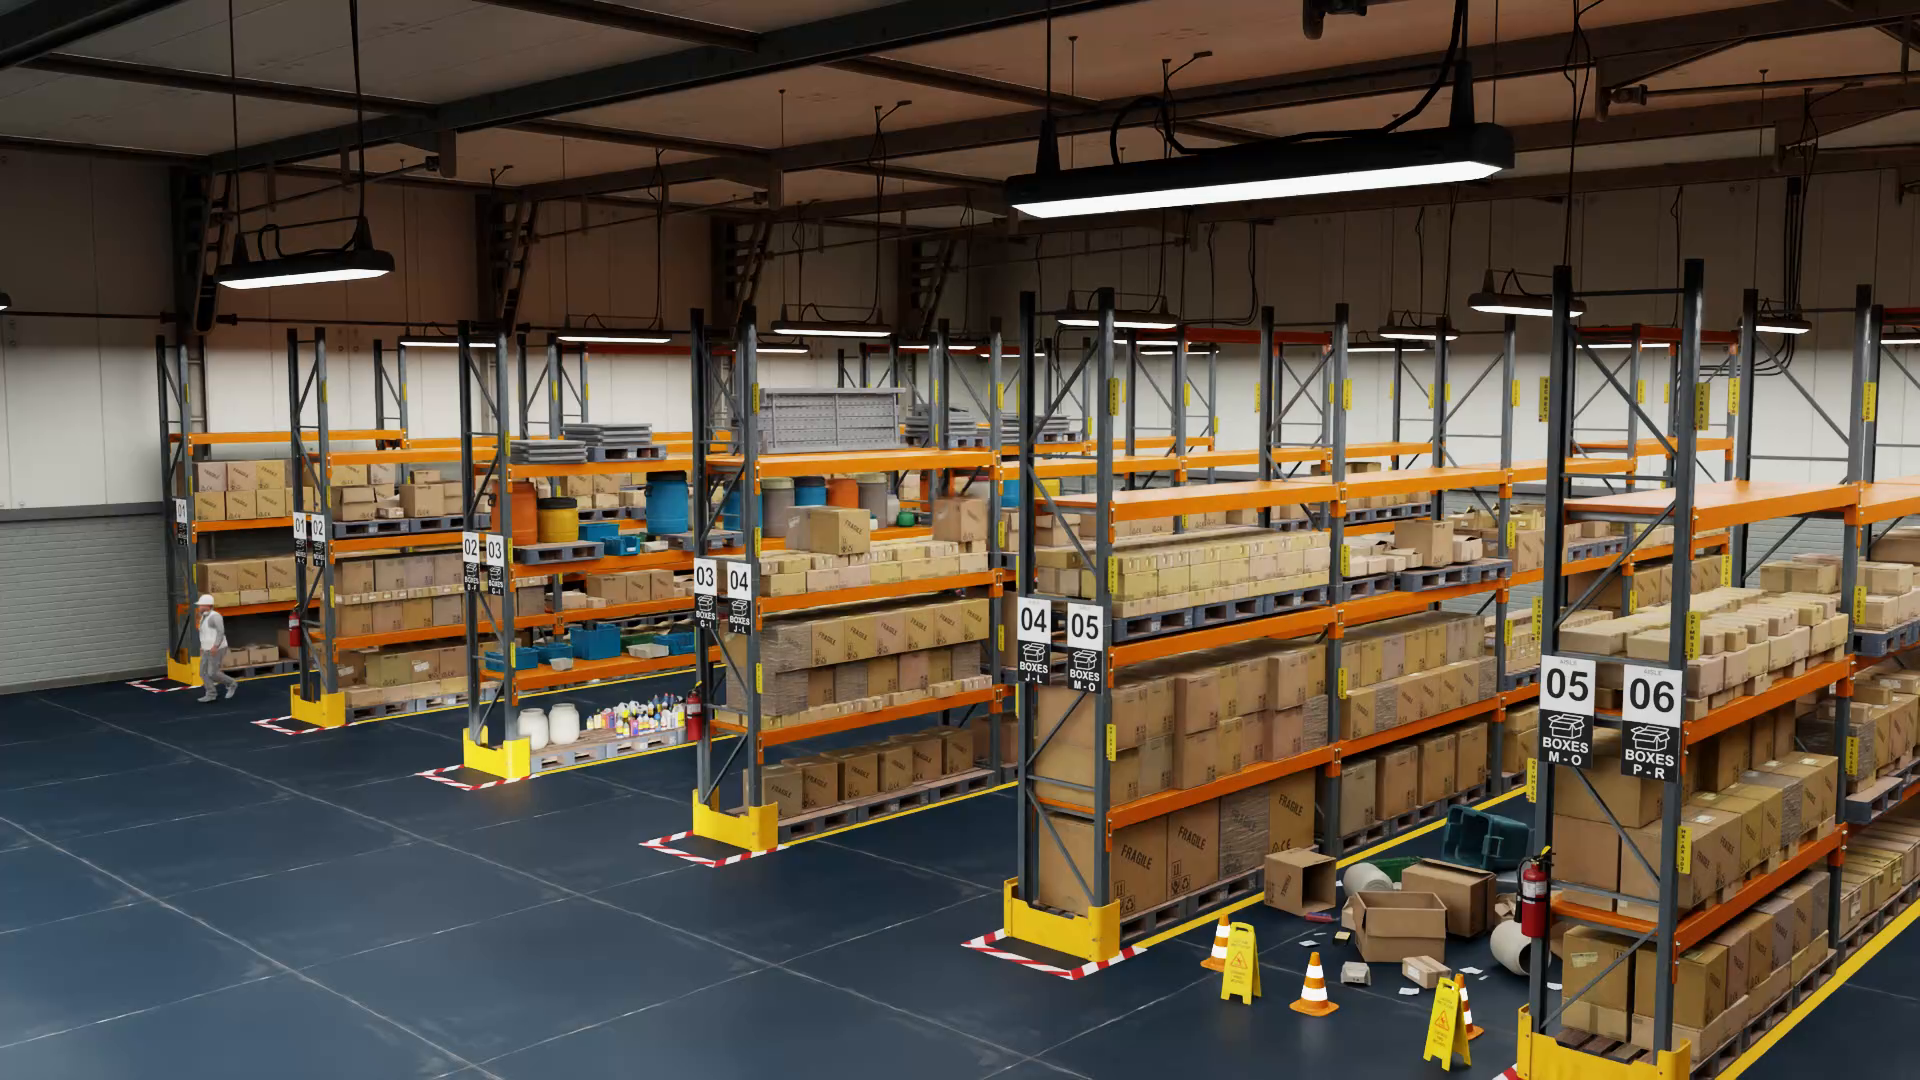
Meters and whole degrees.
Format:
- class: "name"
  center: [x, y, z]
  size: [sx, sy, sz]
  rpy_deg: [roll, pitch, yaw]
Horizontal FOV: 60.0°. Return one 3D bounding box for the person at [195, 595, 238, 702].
- class: "person"
  center: [-12.139, 1.754, 27.135]
  size: [0.633, 1.760, 0.602]
  rpy_deg: [5, 7, 43]
